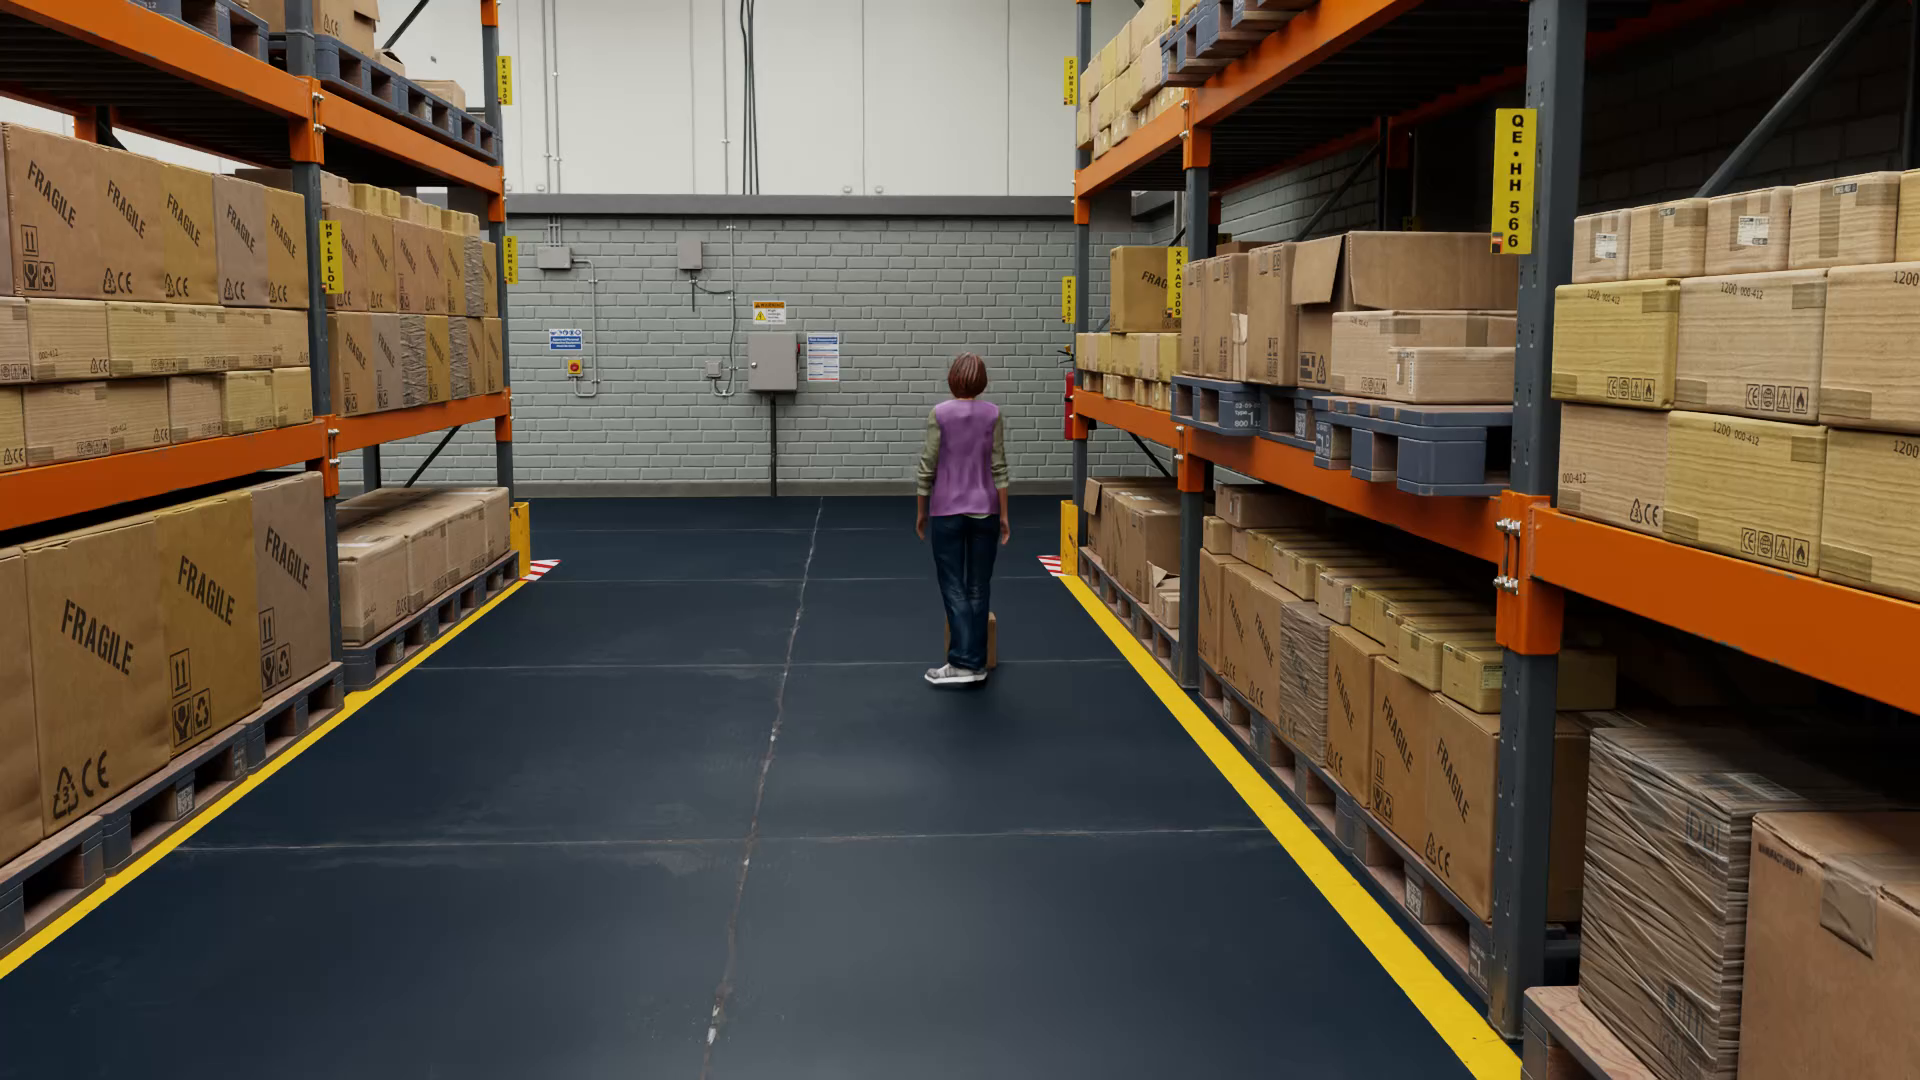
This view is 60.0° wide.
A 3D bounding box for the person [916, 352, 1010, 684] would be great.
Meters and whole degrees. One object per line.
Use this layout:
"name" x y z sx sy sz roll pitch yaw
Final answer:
"person" 0.017 -0.105 8.014 0.450 1.597 0.357 -1 7 -10
